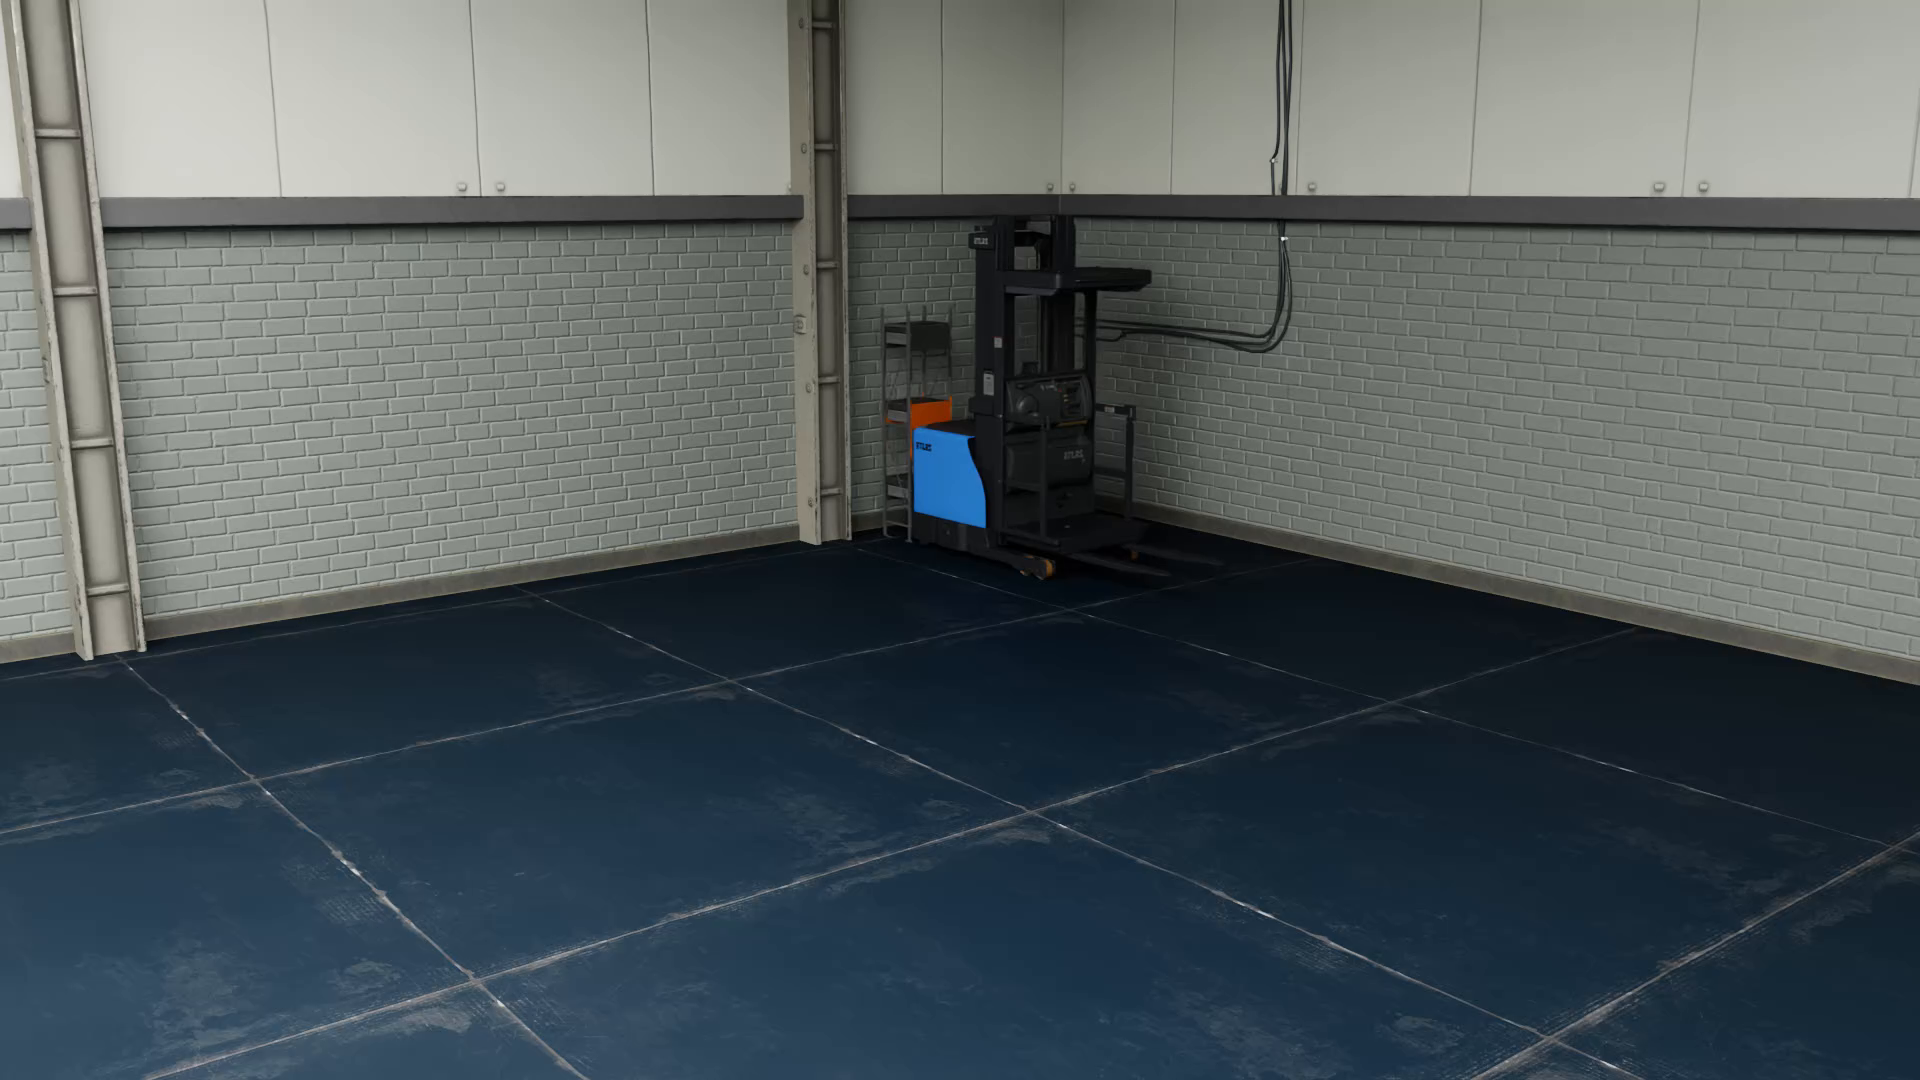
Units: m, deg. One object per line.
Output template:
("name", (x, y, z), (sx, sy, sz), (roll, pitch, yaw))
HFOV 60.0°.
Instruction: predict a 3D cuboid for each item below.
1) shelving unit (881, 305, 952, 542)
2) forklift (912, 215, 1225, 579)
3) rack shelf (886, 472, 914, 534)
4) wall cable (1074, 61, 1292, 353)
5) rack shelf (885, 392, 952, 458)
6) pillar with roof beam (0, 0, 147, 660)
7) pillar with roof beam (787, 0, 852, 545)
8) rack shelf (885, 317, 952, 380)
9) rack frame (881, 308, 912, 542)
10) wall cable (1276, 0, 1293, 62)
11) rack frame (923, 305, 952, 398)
("shelving unit", (-0.392, -1.070, 15.234), (0.503, 2.100, 0.431), (-10, 16, -40))
("forklift", (0.894, -1.225, 13.963), (1.130, 2.935, 3.031), (-10, 15, -39))
("rack shelf", (-0.392, -0.372, 15.383), (0.480, 0.518, 0.431), (-10, 16, -40))
("wall cable", (1.888, -3.056, 15.451), (0.112, 2.526, 3.097), (-9, 15, -38))
("rack shelf", (-0.392, -1.057, 15.237), (0.480, 0.518, 0.431), (-10, 16, -40))
("pillar with roof beam", (-3.235, -2.930, 7.383), (0.400, 9.000, 9.100), (-9, 15, -38))
("pillar with roof beam", (1.450, -3.708, 11.050), (0.400, 9.000, 9.100), (-9, 15, -38))
("rack shelf", (-0.392, -1.741, 15.092), (0.480, 0.518, 0.431), (-10, 16, -40))
("rack frame", (-0.577, -1.037, 15.079), (0.015, 2.100, 0.400), (-10, 16, -40))
("wall cable", (3.578, -5.087, 12.860), (0.112, 2.526, 3.097), (-9, 15, -38))
("rack frame", (-0.207, -1.103, 15.390), (0.015, 2.100, 0.400), (-10, 16, -40))
